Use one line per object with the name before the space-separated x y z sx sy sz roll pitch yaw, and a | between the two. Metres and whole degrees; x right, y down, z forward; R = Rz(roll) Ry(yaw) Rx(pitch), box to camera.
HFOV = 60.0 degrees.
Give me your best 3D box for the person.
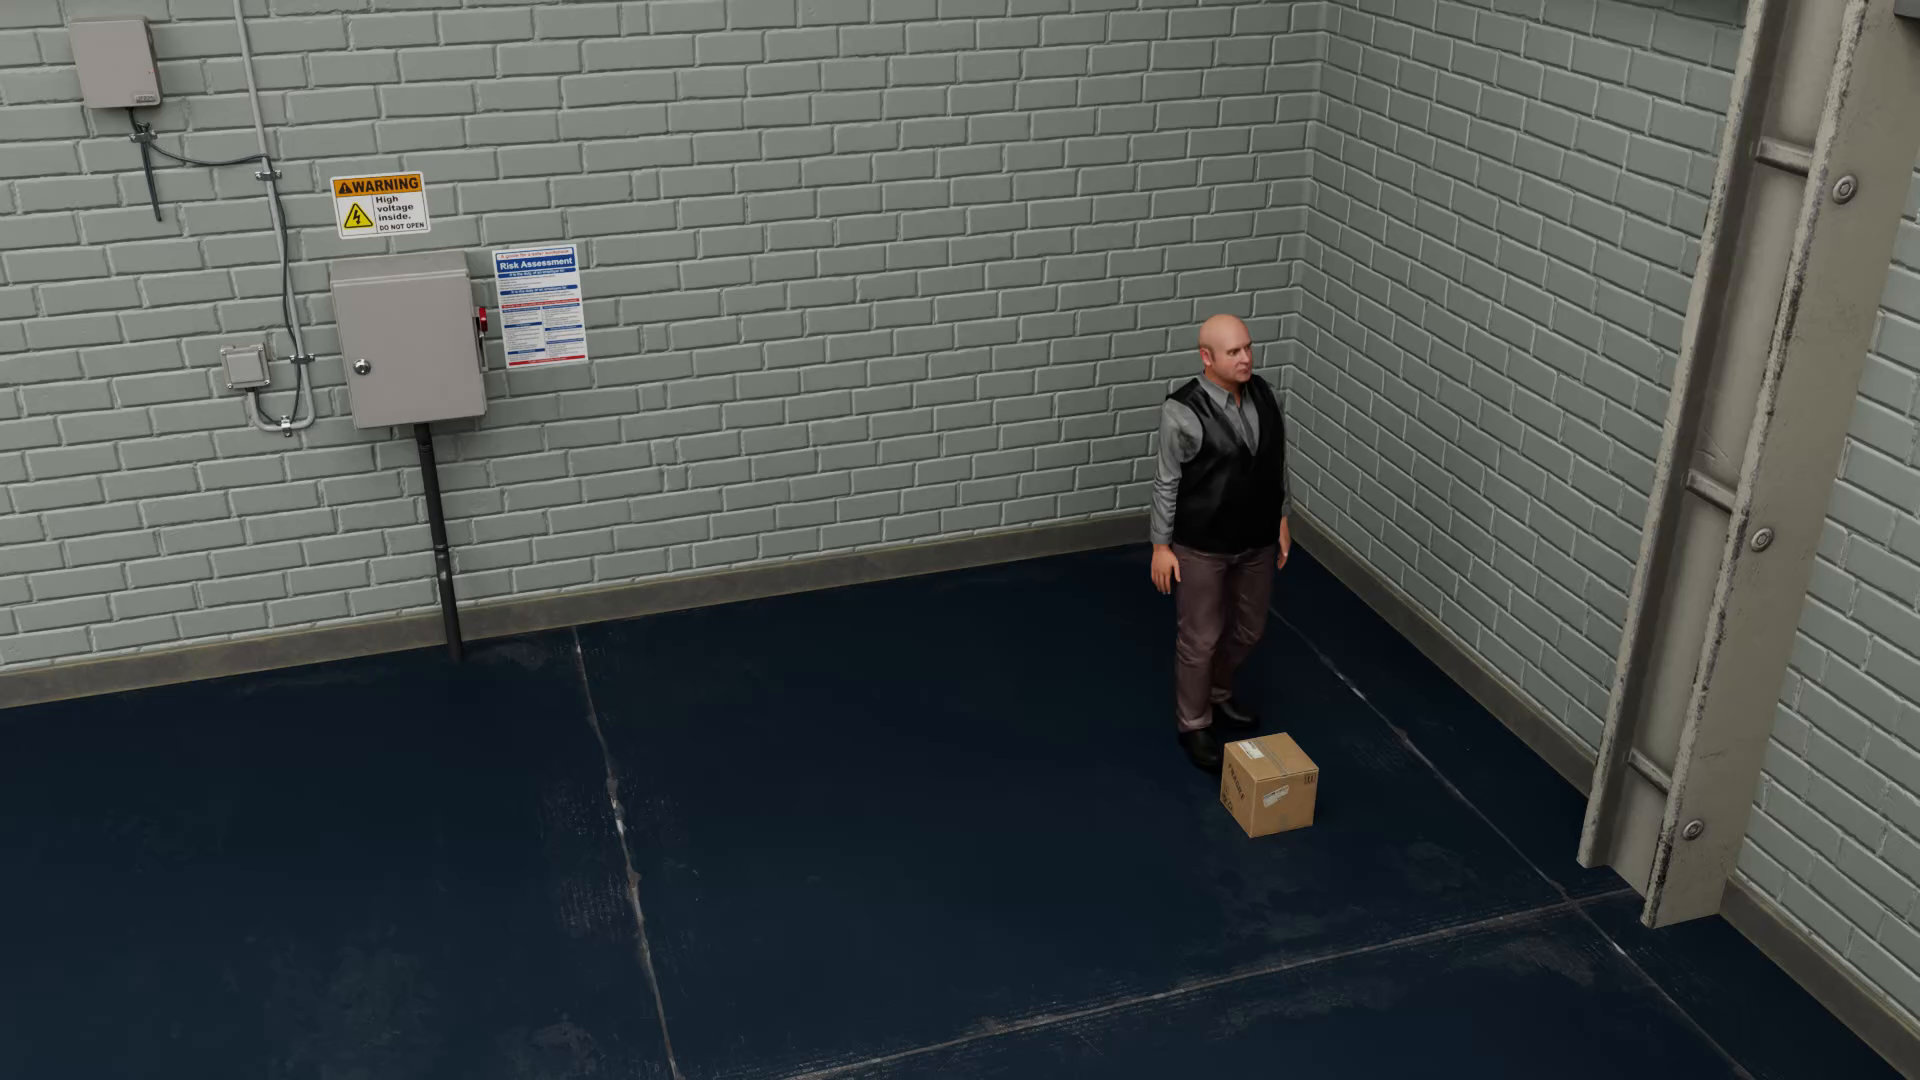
person | 0.964 0.005 6.113 0.561 1.722 0.448 -14 29 -25
